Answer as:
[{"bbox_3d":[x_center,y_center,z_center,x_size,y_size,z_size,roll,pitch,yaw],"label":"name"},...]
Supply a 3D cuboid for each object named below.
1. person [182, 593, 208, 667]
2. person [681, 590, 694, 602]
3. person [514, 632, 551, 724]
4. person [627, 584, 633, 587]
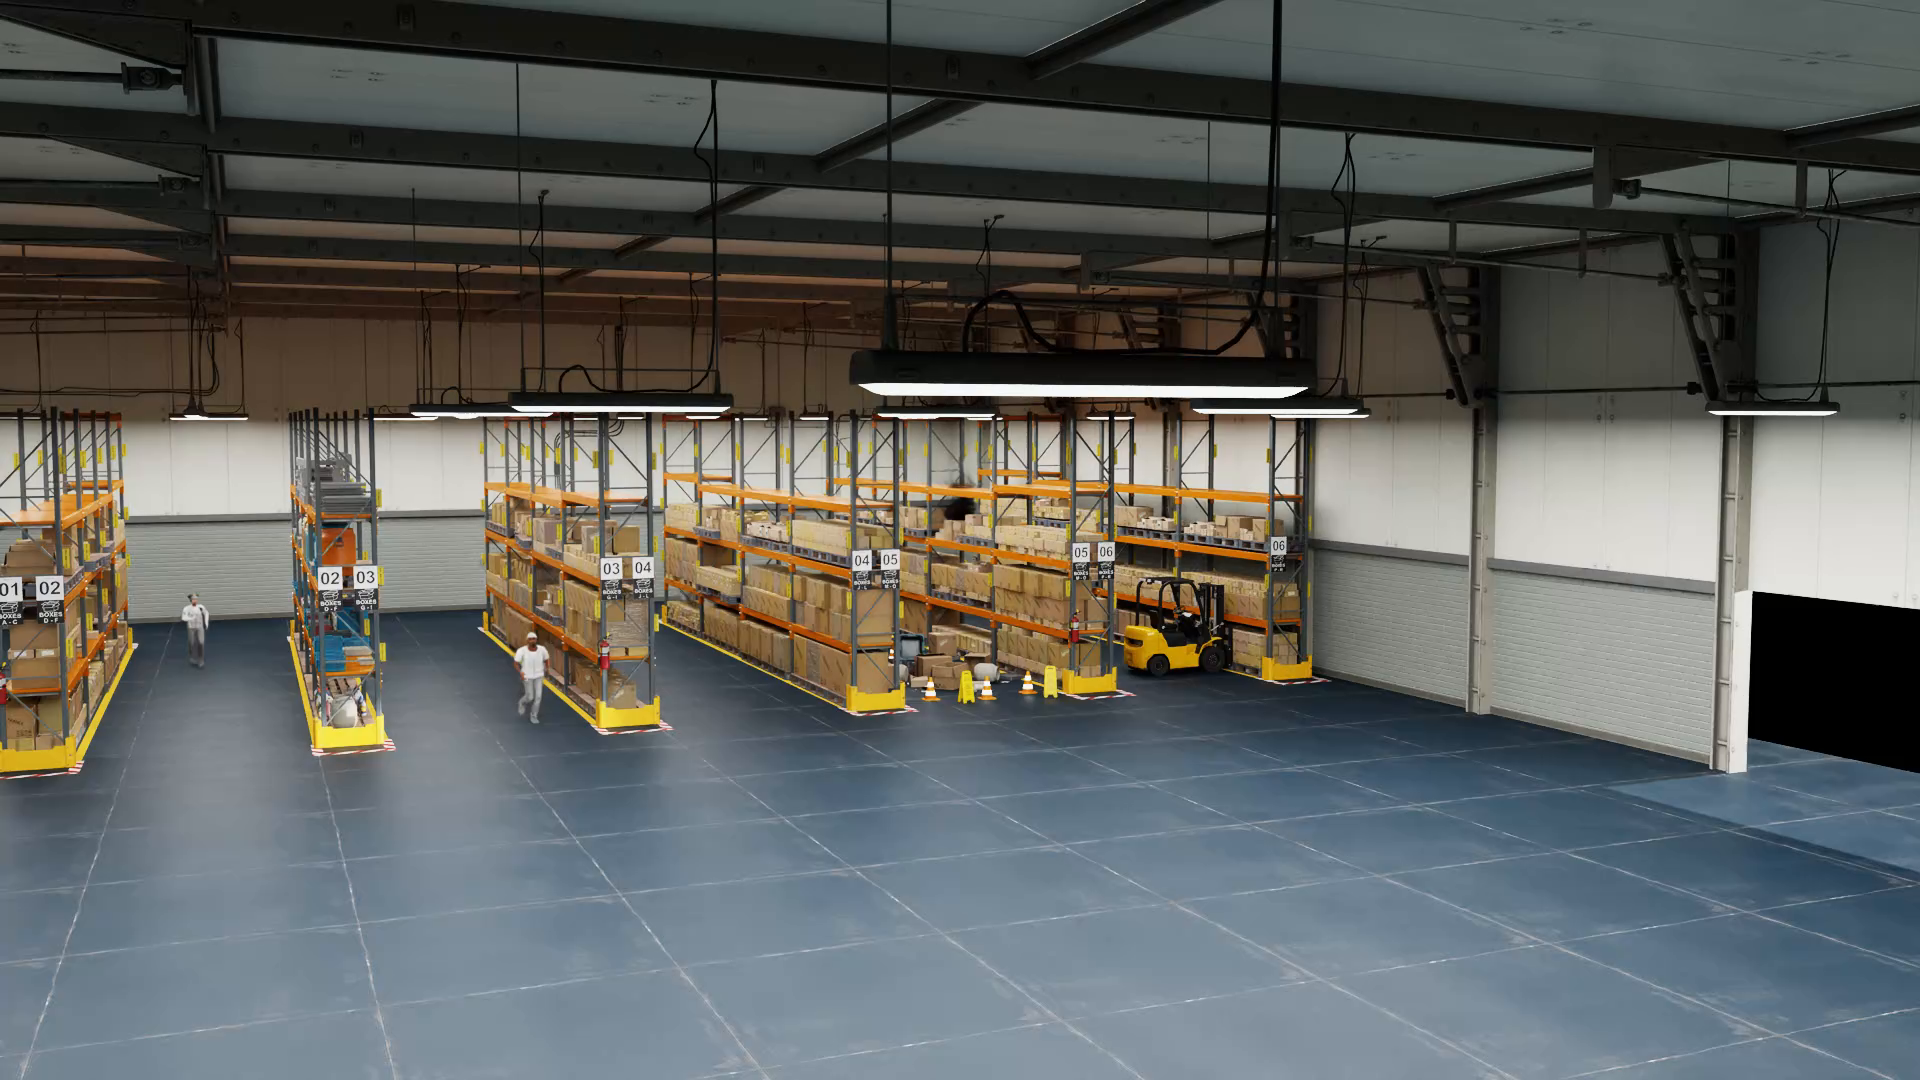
[{"bbox_3d":[-18.065,2.128,39.315,0.592,1.756,0.756,-2,5,-30],"label":"person"},{"bbox_3d":[-7.946,1.405,49.085,0.808,1.751,0.666,-2,4,-25],"label":"person"},{"bbox_3d":[-8.212,2.628,31.964,0.698,1.741,0.662,-2,5,-28],"label":"person"},{"bbox_3d":[-9.596,1.585,47.255,0.681,1.738,0.910,0,4,1],"label":"person"}]
